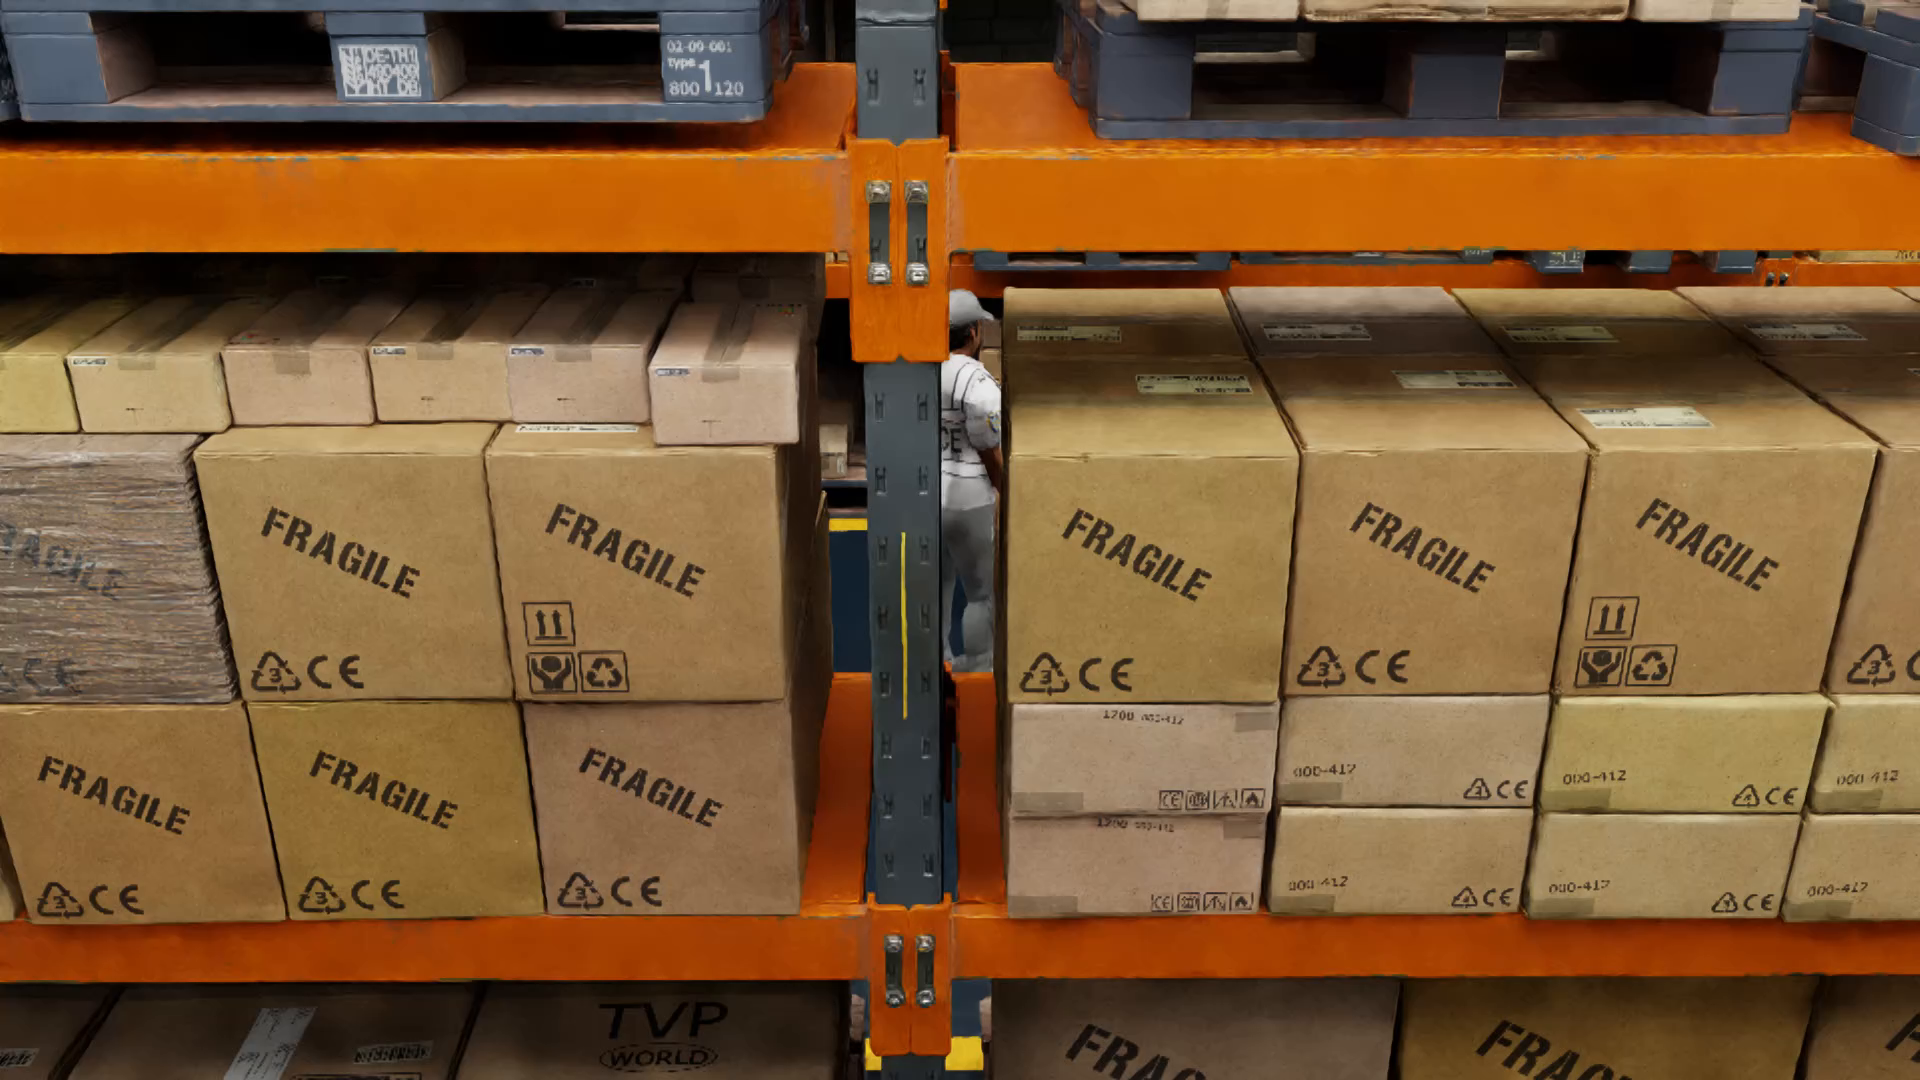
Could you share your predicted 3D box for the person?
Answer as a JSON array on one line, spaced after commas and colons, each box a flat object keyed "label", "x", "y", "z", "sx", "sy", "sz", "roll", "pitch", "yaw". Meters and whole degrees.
[{"label": "person", "x": 0.058, "y": -0.120, "z": 6.342, "sx": 0.384, "sy": 1.665, "sz": 0.679, "roll": -21, "pitch": 32, "yaw": -39}]
